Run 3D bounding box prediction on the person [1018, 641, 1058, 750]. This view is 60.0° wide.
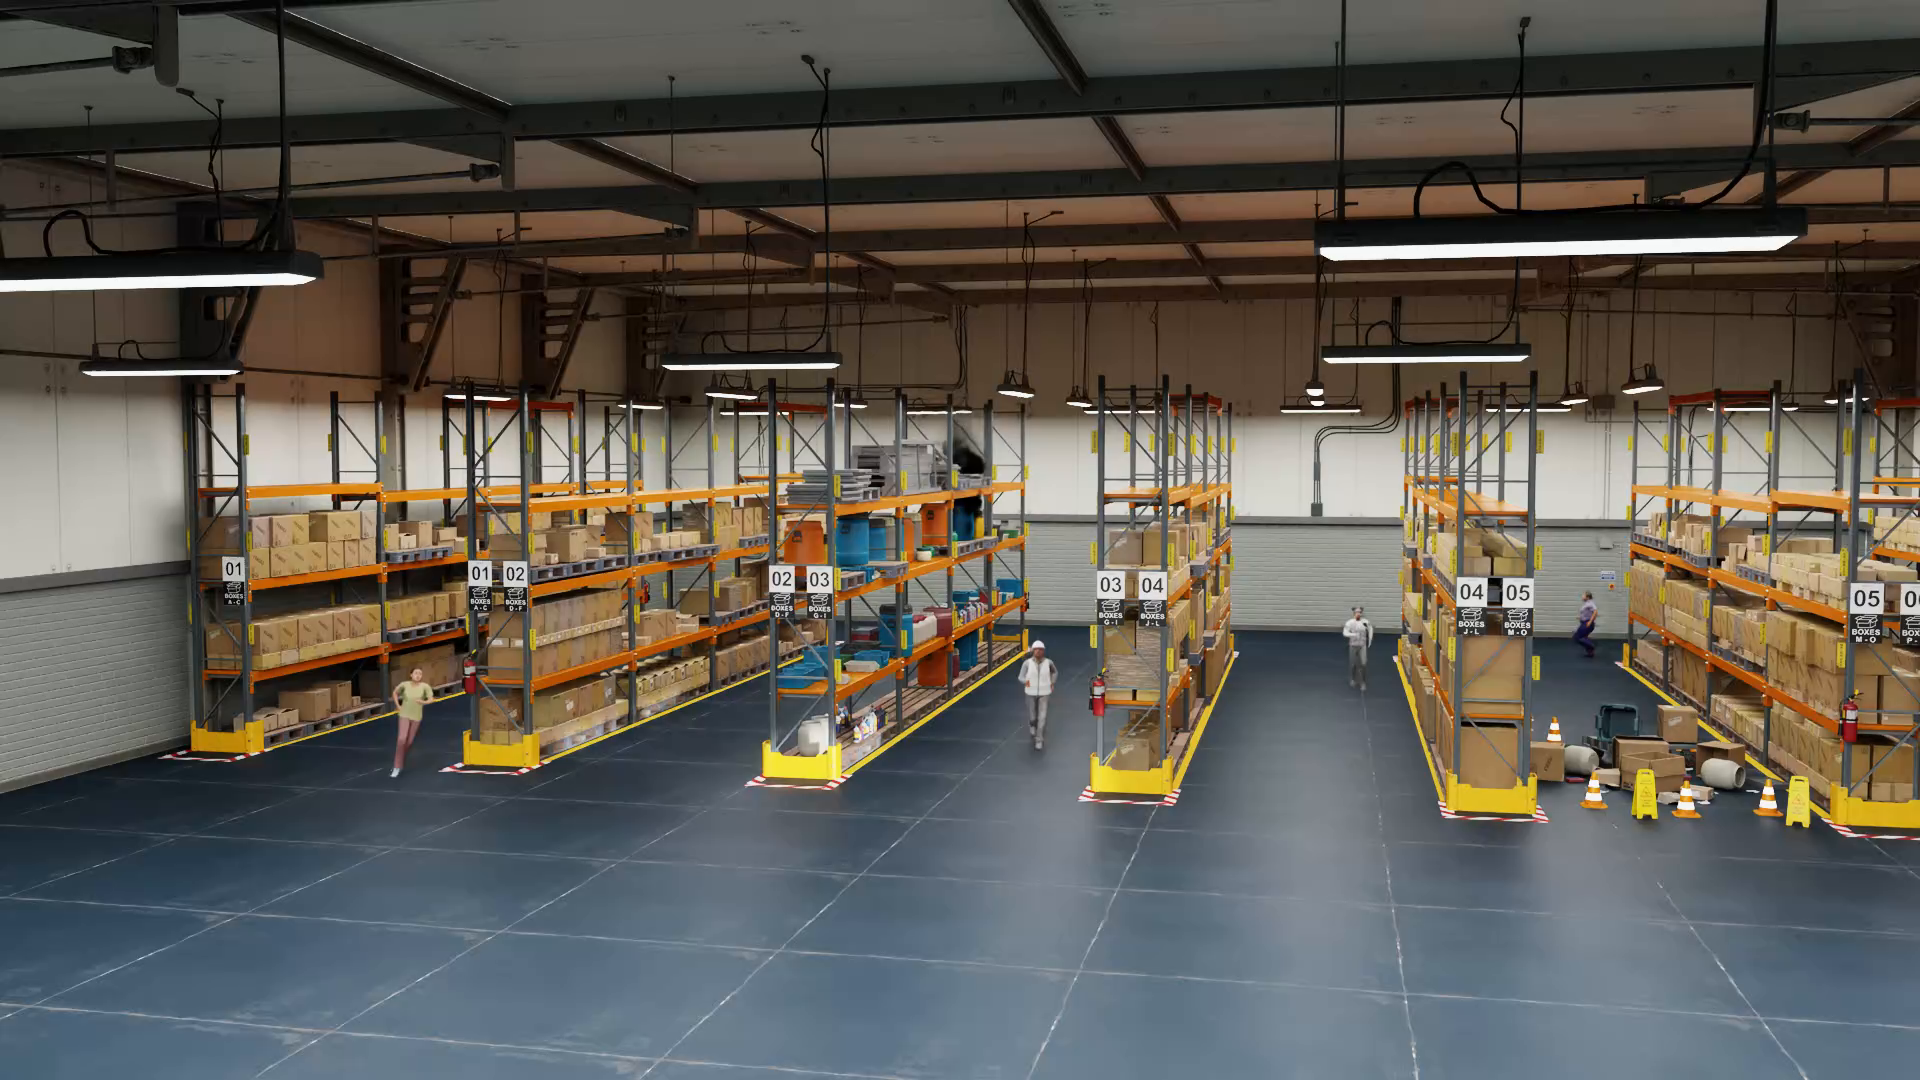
[{"bbox_3d":[1.298,2.542,27.504,0.663,1.752,0.926,0,3,1],"label":"person"}]

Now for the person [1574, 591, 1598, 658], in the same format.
[{"bbox_3d":[14.647,1.990,38.951,0.505,1.570,0.702,1,3,18],"label":"person"}]

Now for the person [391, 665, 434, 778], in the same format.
[{"bbox_3d":[-8.401,2.751,25.426,0.674,1.679,0.707,-2,4,-26],"label":"person"}]

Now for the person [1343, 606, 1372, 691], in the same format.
[{"bbox_3d":[8.145,2.213,34.039,0.632,1.755,0.737,0,3,6],"label":"person"}]
